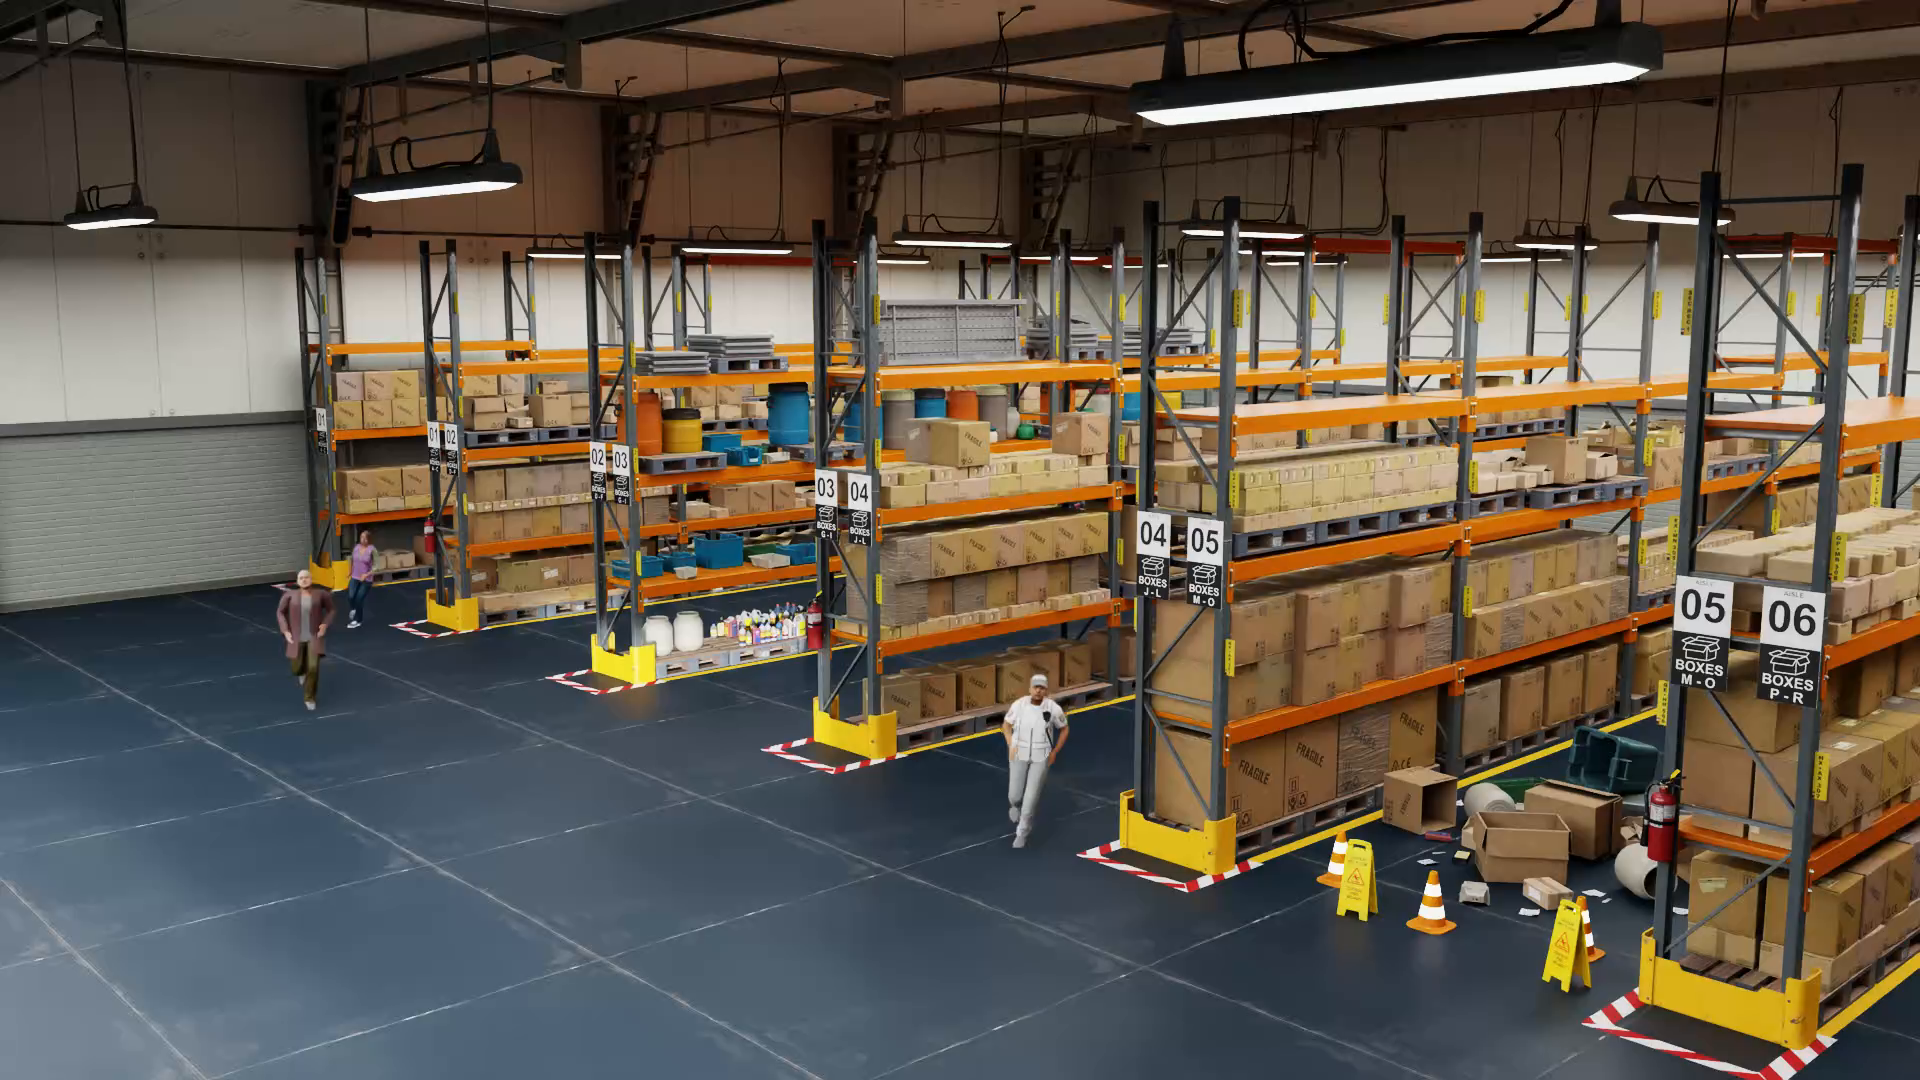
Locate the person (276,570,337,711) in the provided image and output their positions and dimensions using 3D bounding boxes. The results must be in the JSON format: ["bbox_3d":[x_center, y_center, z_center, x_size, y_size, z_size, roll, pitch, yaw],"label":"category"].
[{"bbox_3d":[-8.286,1.243,21.123,0.717,1.730,0.817,-2,9,-14],"label":"person"}]

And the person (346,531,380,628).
[{"bbox_3d":[-9.323,0.622,25.905,0.563,1.527,0.485,0,8,2],"label":"person"}]

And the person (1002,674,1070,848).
[{"bbox_3d":[0.721,2.079,15.856,0.644,1.656,0.629,1,8,6],"label":"person"}]
